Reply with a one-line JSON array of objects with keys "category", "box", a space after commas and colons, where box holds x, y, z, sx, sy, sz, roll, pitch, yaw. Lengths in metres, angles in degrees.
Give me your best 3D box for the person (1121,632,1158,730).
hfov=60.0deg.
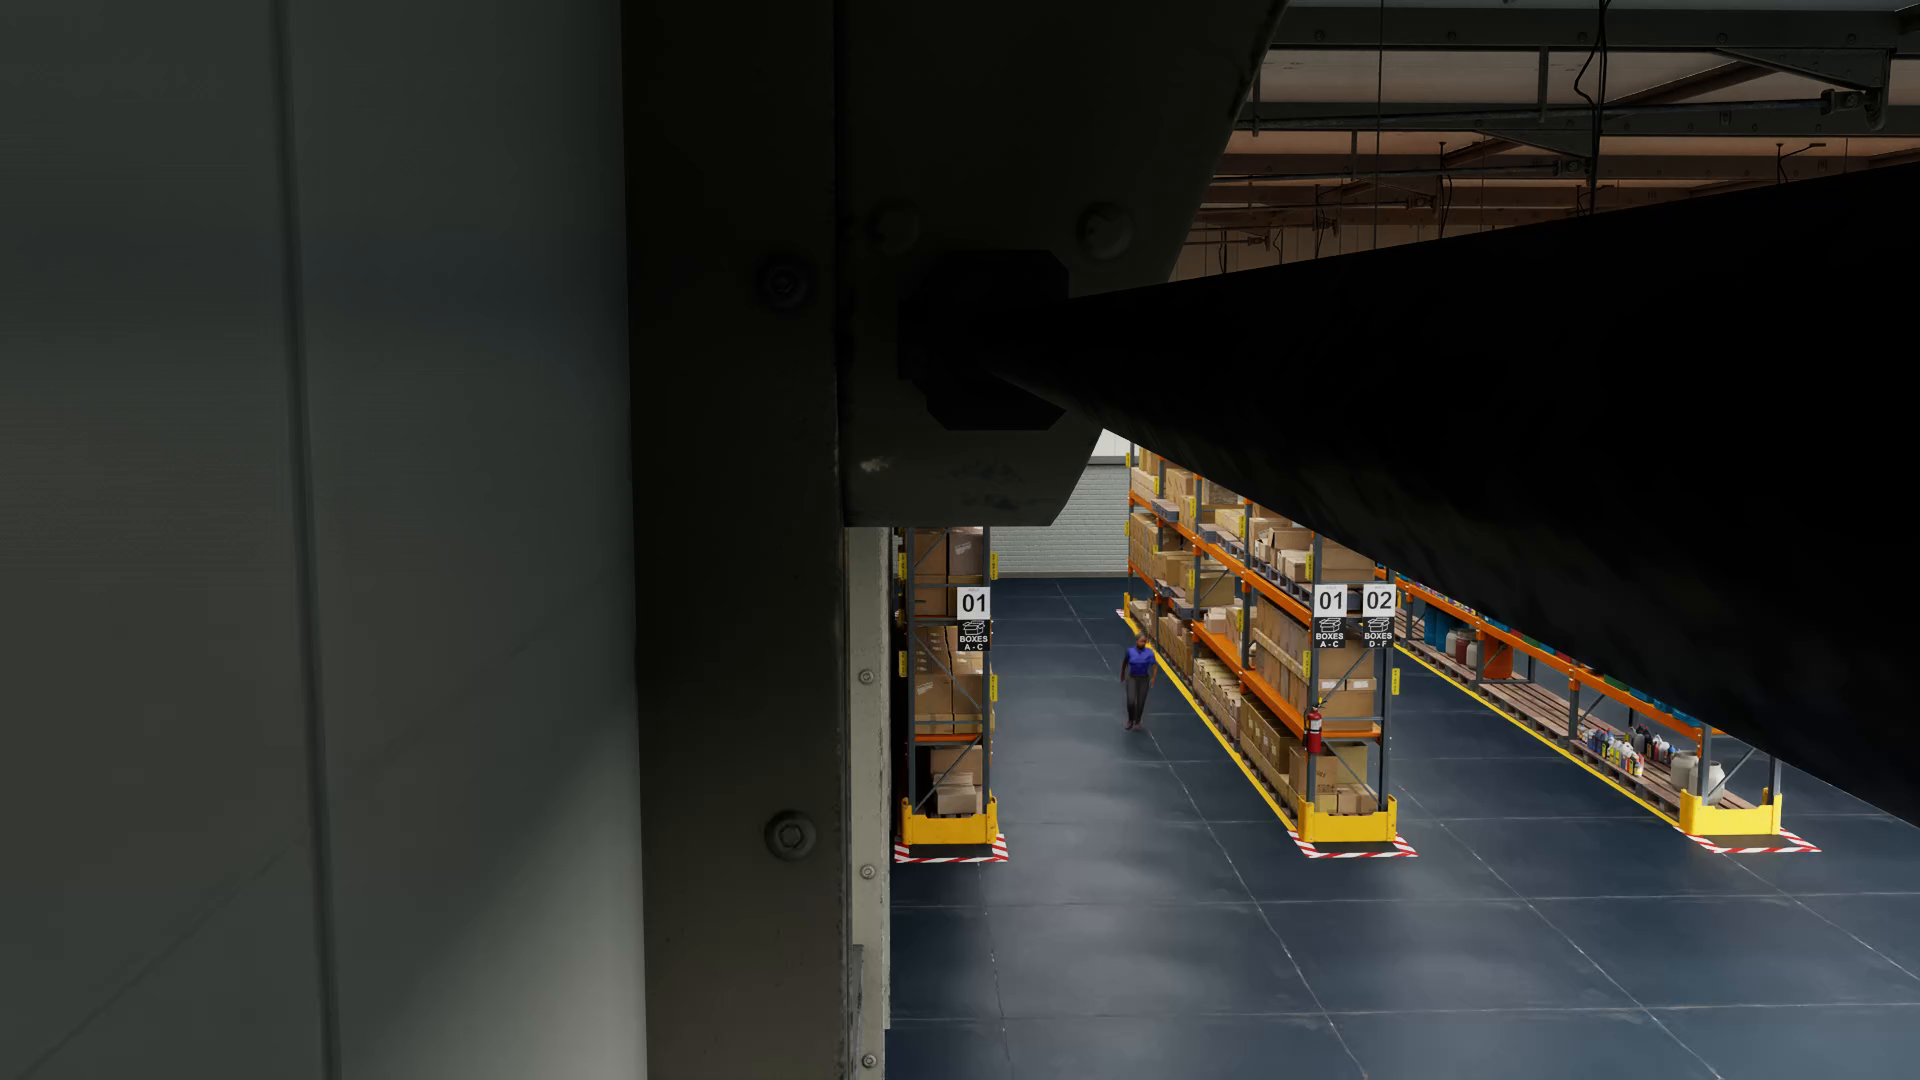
[{"category": "person", "box": [2.798, 2.223, 25.895, 0.558, 1.595, 0.765, 0, 7, 3]}]
